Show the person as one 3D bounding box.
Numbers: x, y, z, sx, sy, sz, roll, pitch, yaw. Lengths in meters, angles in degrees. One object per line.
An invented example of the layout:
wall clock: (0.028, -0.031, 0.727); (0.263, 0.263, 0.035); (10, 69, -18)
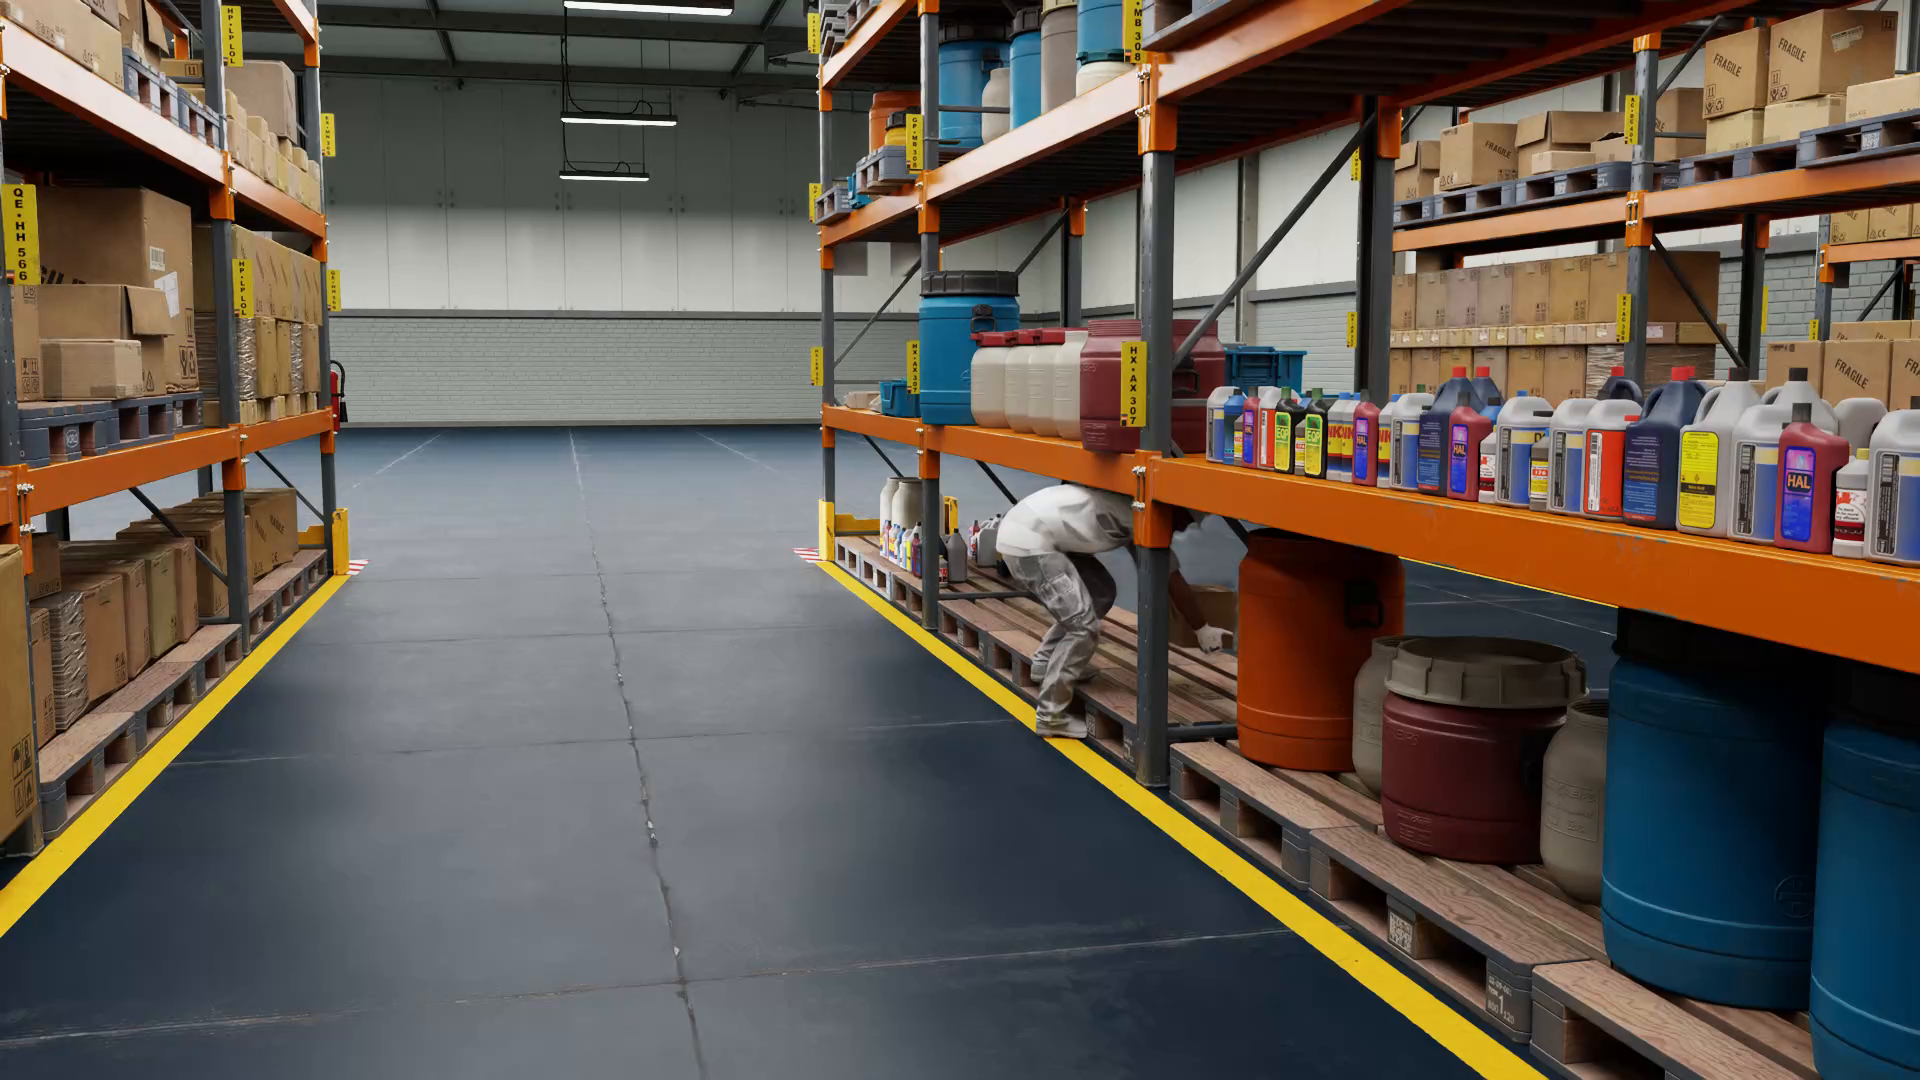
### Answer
person: (0.692, 0.286, 7.506); (1.065, 1.167, 0.525); (0, 6, 1)
